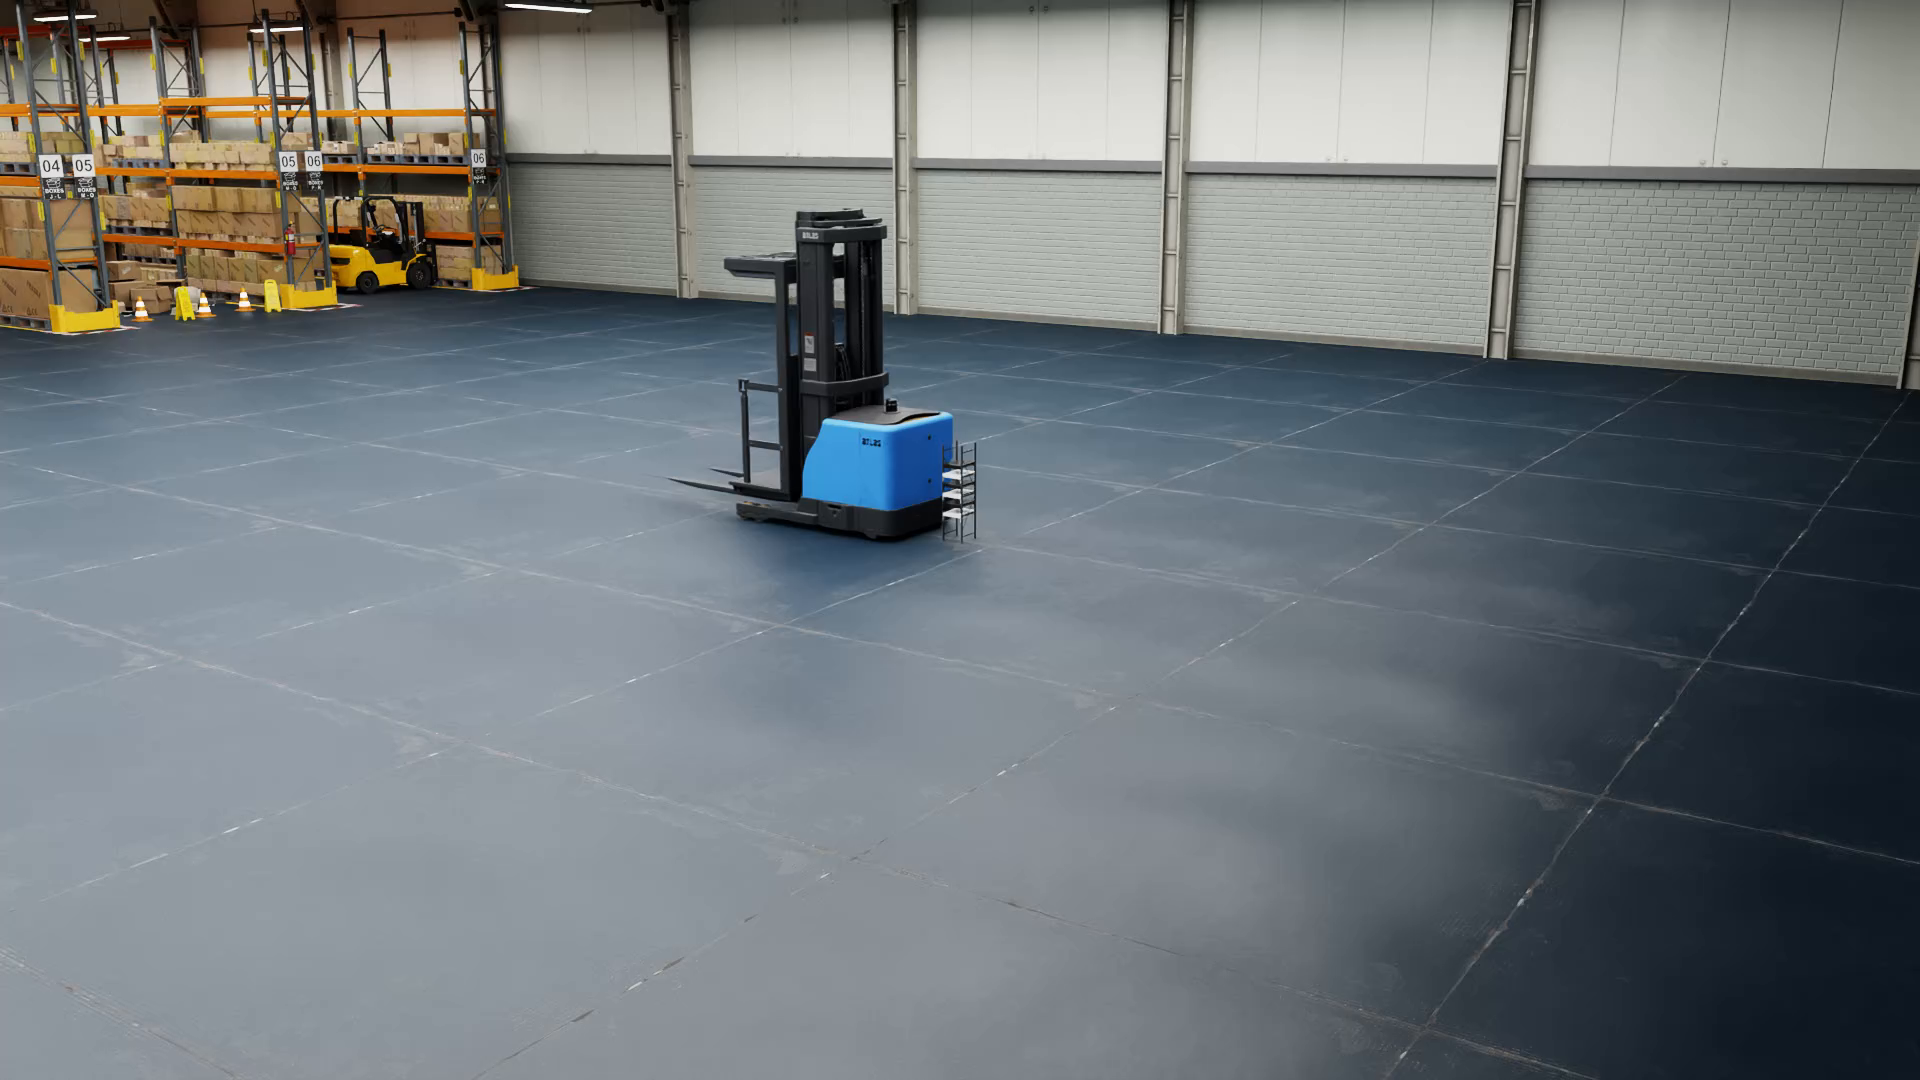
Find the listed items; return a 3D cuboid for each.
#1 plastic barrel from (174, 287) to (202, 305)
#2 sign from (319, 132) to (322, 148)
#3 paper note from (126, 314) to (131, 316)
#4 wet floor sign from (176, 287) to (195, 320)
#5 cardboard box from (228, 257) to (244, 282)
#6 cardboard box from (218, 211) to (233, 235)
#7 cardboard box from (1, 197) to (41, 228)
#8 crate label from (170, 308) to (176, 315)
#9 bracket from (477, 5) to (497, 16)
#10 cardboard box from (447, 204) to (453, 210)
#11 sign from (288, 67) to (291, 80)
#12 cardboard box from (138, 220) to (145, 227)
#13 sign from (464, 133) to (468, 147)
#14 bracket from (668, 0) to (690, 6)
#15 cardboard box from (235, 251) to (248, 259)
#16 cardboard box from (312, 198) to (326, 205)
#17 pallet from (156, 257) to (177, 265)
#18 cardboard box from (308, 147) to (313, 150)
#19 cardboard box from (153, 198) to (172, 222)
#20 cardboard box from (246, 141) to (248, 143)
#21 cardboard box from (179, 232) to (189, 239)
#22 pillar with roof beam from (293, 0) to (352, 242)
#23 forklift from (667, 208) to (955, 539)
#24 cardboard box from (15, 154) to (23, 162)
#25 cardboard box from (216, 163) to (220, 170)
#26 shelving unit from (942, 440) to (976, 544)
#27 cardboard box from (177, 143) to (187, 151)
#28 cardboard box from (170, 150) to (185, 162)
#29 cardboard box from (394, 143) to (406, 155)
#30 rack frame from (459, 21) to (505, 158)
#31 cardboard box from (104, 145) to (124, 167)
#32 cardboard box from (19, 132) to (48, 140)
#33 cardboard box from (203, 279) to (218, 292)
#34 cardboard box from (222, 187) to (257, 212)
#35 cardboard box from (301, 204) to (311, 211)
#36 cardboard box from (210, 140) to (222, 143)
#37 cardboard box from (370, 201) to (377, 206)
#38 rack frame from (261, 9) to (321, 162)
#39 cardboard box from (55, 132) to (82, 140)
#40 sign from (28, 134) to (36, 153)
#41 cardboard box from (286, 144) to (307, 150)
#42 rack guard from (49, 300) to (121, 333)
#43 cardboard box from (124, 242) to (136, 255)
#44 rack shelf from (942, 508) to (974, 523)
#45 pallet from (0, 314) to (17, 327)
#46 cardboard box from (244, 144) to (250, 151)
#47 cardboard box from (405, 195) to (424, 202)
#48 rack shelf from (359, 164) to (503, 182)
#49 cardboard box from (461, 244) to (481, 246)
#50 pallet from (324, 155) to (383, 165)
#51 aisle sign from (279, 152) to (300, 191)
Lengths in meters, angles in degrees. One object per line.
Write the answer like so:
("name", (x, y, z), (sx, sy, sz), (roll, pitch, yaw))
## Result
("plastic barrel", (-16.304, -5.143, 35.144), (0.512, 0.421, 0.421), (-4, 14, -16))
("sign", (-13.443, -8.407, 34.906), (0.005, 0.325, 0.100), (9, 17, 33))
("paper note", (-16.743, -4.519, 33.444), (0.144, 0.017, 0.142), (-10, 17, -35))
("wet floor sign", (-15.295, -4.666, 32.755), (0.232, 0.644, 0.267), (6, 15, 23))
("cardboard box", (-15.405, -5.845, 35.908), (0.500, 0.500, 0.500), (9, 16, 32))
("cardboard box", (-15.586, -6.837, 35.798), (0.500, 0.500, 0.500), (9, 17, 33))
("cardboard box", (-17.607, -6.230, 31.614), (0.550, 0.550, 0.875), (9, 17, 33))
("crate label", (-15.846, -4.655, 33.770), (0.298, 0.136, 0.250), (1, 14, 4))
("bracket", (-10.907, -12.214, 38.374), (0.430, 0.232, 0.235), (9, 17, 33))
("cardboard box", (-11.832, -7.838, 39.111), (0.250, 0.149, 0.380), (10, 17, 34))
("sign", (-17.310, -12.035, 42.866), (0.005, 0.325, 0.100), (9, 17, 33))
("cardboard box", (-18.302, -7.150, 37.541), (0.250, 0.149, 0.380), (9, 17, 33))
("sign", (-11.293, -9.149, 38.048), (0.005, 0.325, 0.100), (9, 17, 33))
("bracket", (-5.928, -11.410, 35.123), (0.430, 0.232, 0.235), (9, 17, 33))
("cardboard box", (-15.322, -6.127, 35.698), (0.250, 0.149, 0.380), (10, 17, 35))
("cardboard box", (-16.045, -8.495, 41.768), (0.250, 0.149, 0.380), (9, 16, 31))
("pallet", (-21.505, -7.756, 46.144), (1.213, 0.211, 1.003), (9, 17, 33))
("cardboard box", (-16.019, -9.722, 41.478), (0.250, 0.149, 0.380), (9, 16, 32))
("cardboard box", (-17.576, -7.368, 37.069), (0.500, 0.500, 0.500), (9, 16, 32))
("cardboard box", (-18.226, -10.246, 43.018), (0.250, 0.149, 0.380), (9, 16, 31))
("cardboard box", (-16.982, -6.726, 36.703), (0.250, 0.149, 0.380), (9, 17, 33))
("pillar with roof beam", (-18.434, -10.540, 39.100), (0.548, 9.000, 9.100), (9, 17, 33))
("forklift", (-1.545, -1.687, 15.967), (3.031, 2.935, 1.130), (10, 17, 34))
("cardboard box", (-17.098, -7.015, 30.544), (0.250, 0.149, 0.380), (9, 17, 33))
("cardboard box", (-15.661, -7.991, 35.567), (0.250, 0.149, 0.380), (9, 17, 33))
("shelving unit", (-0.007, -0.438, 15.146), (0.210, 0.900, 0.258), (9, 17, 33))
("cardboard box", (-16.753, -8.539, 36.125), (0.250, 0.149, 0.380), (10, 17, 34))
("cardboard box", (-16.852, -8.369, 36.265), (0.500, 0.250, 0.500), (9, 16, 32))
("cardboard box", (-13.235, -9.328, 39.646), (0.258, 0.266, 0.396), (9, 16, 31))
("rack frame", (-10.978, -10.320, 38.214), (0.127, 3.000, 1.000), (9, 17, 33))
("cardboard box", (-19.102, -8.798, 38.092), (0.637, 0.503, 0.797), (9, 17, 33))
("cardboard box", (-16.893, -7.369, 30.313), (0.250, 0.149, 0.380), (9, 17, 33))
("cardboard box", (-16.276, -5.621, 36.564), (0.500, 0.250, 0.500), (10, 17, 36))
("cardboard box", (-15.187, -7.239, 35.341), (0.500, 0.500, 0.700), (9, 16, 32))
("cardboard box", (-16.546, -8.402, 42.219), (0.500, 0.250, 0.500), (9, 16, 31))
("cardboard box", (-19.622, -10.426, 43.705), (0.250, 0.149, 0.380), (9, 17, 33))
("cardboard box", (-14.180, -8.213, 40.627), (0.250, 0.149, 0.380), (9, 16, 32))
("rack frame", (-13.745, -9.330, 34.214), (0.127, 3.000, 1.000), (9, 17, 33))
("cardboard box", (-16.523, -7.499, 30.841), (0.250, 0.149, 0.380), (9, 17, 33))
("sign", (-16.738, -7.159, 30.006), (0.005, 0.325, 0.100), (9, 17, 33))
("cardboard box", (-13.926, -8.228, 34.865), (0.250, 0.149, 0.380), (9, 17, 32))
("rack guard", (-16.404, -4.201, 31.180), (0.348, 0.500, 1.175), (9, 17, 33))
("cardboard box", (-23.112, -8.321, 46.950), (0.500, 0.500, 0.700), (10, 17, 35))
("rack shelf", (-0.007, -0.231, 15.198), (0.200, 0.077, 0.258), (9, 17, 33))
("pallet", (-18.139, -4.319, 32.260), (1.213, 0.211, 1.003), (9, 17, 33))
("cardboard box", (-14.787, -8.243, 34.927), (0.250, 0.149, 0.380), (9, 17, 33))
("cardboard box", (-13.085, -8.194, 39.930), (0.250, 0.149, 0.380), (9, 17, 33))
("rack shelf", (-12.638, -8.783, 39.744), (4.000, 0.370, 1.077), (9, 17, 33))
("cardboard box", (-11.688, -6.931, 39.775), (0.500, 0.250, 0.500), (9, 17, 33))
("pallet", (-15.036, -9.424, 41.232), (1.217, 0.209, 0.805), (8, 16, 31))
("aisle sign", (-13.856, -7.614, 34.355), (0.004, 0.787, 0.394), (9, 17, 33))
